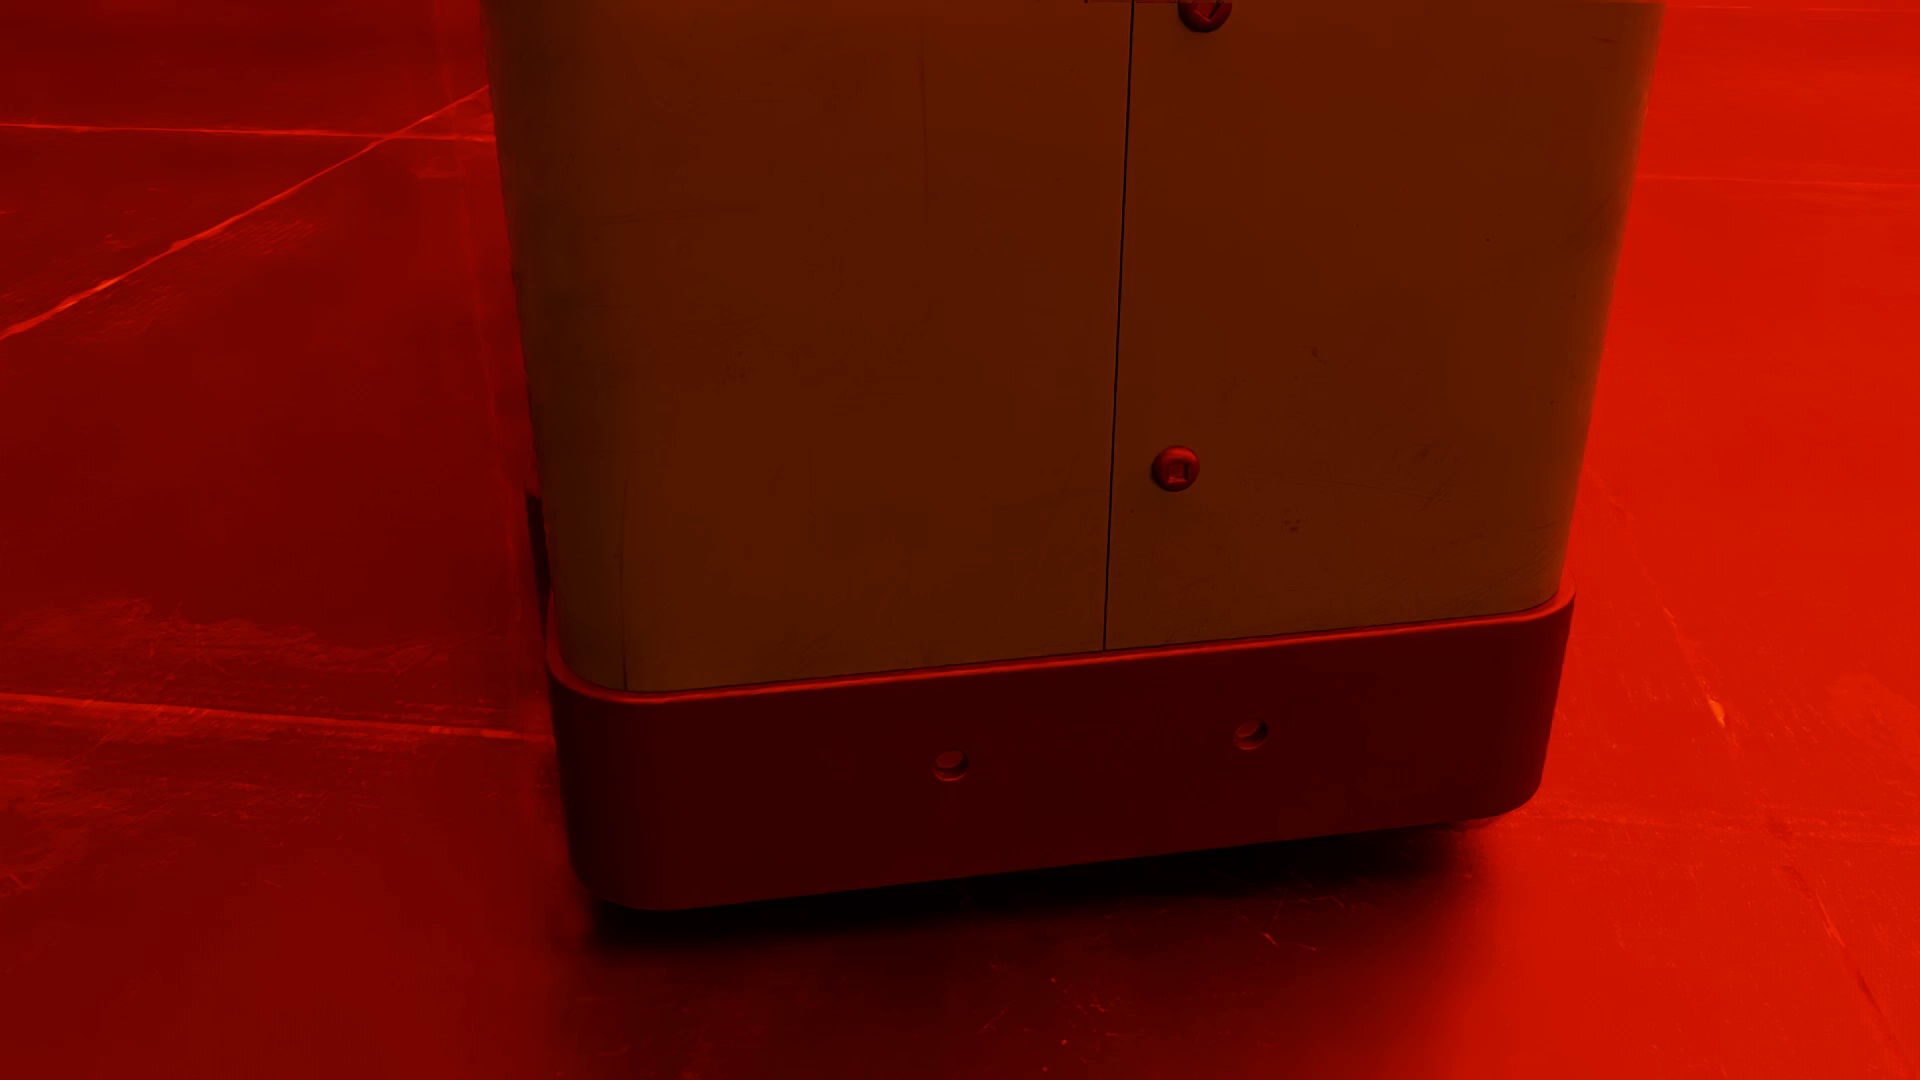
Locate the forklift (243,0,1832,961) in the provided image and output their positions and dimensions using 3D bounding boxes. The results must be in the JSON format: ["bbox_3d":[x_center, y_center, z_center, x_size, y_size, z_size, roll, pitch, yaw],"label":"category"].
[{"bbox_3d":[-0.378,-1.509,2.242,1.130,2.935,3.031,-19,32,-34],"label":"forklift"}]
